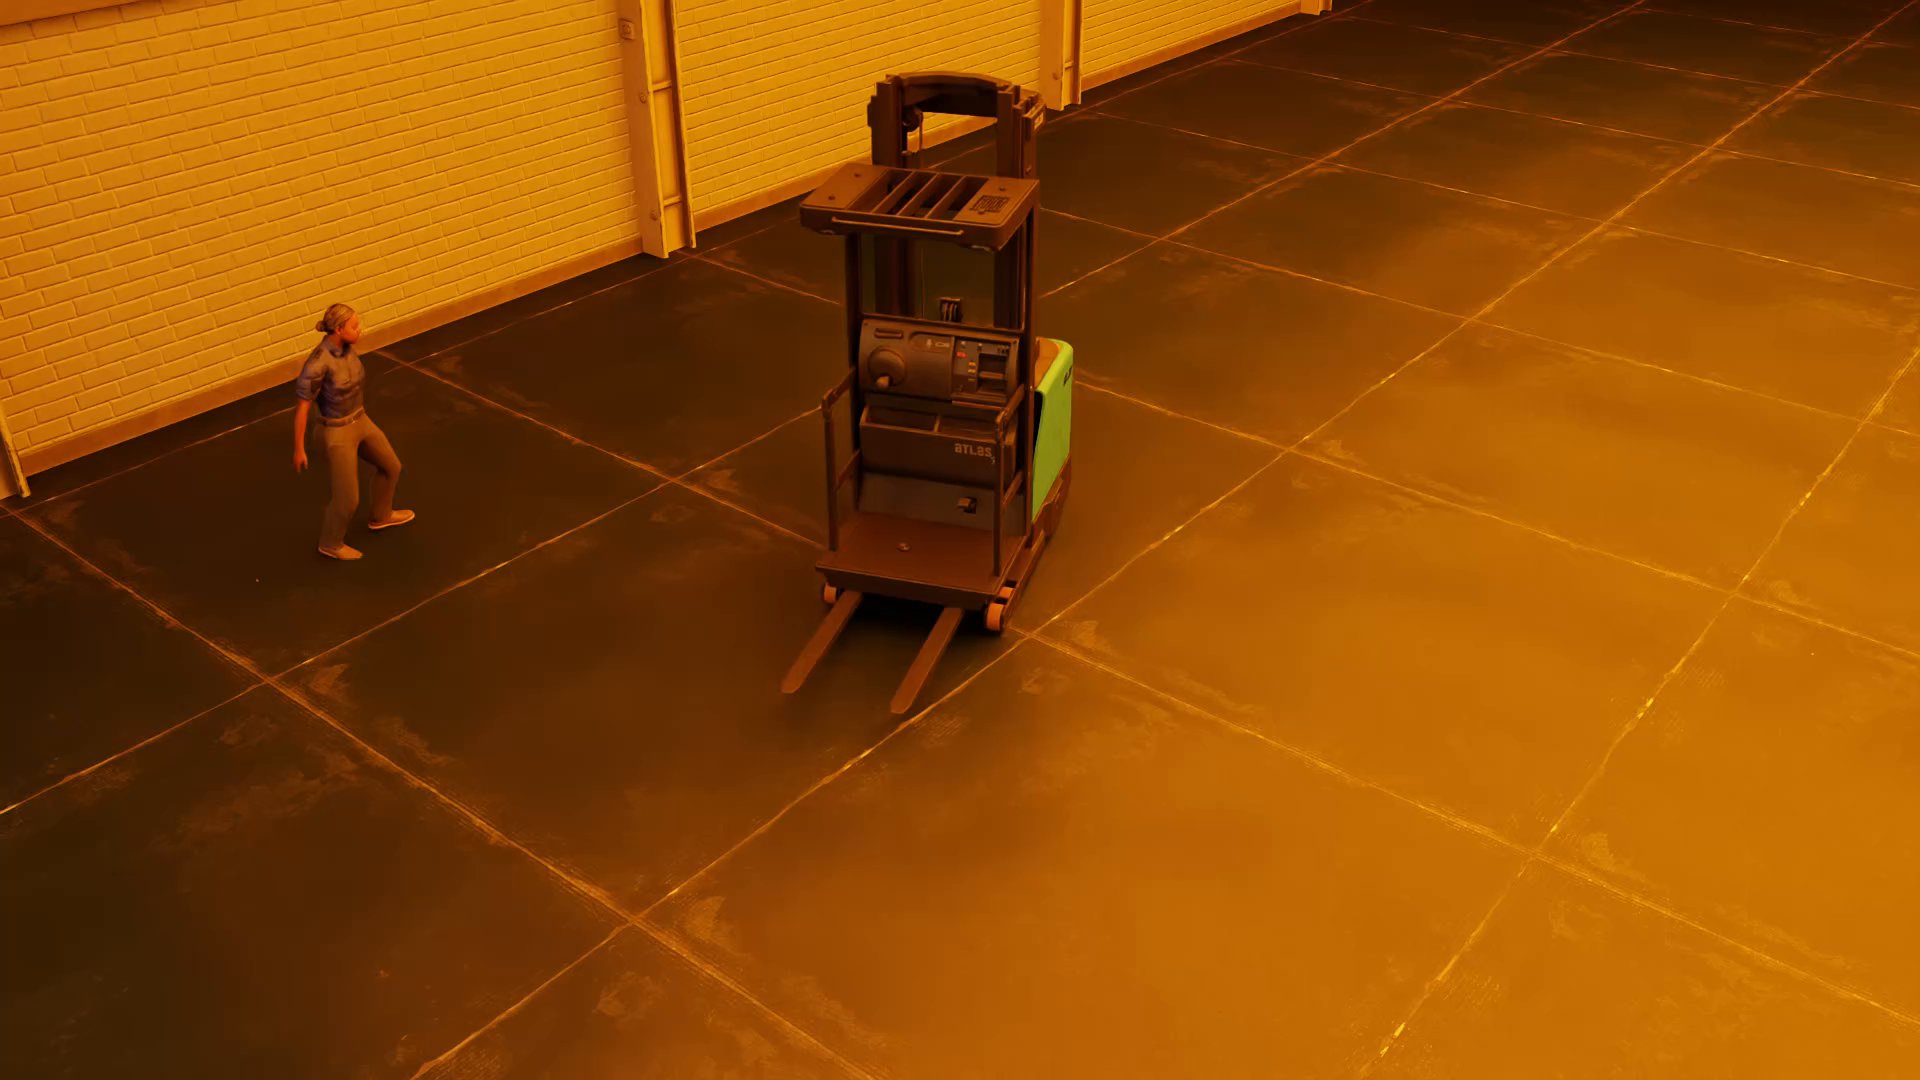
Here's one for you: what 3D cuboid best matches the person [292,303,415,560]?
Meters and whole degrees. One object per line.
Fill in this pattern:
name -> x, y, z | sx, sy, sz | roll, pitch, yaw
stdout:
person -> -3.747, -0.650, 10.061 | 0.409, 1.632, 0.812 | 9, 31, 15

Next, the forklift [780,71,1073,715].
forklift -> -0.183, -0.960, 9.237 | 1.130, 2.935, 3.031 | 9, 31, 14
